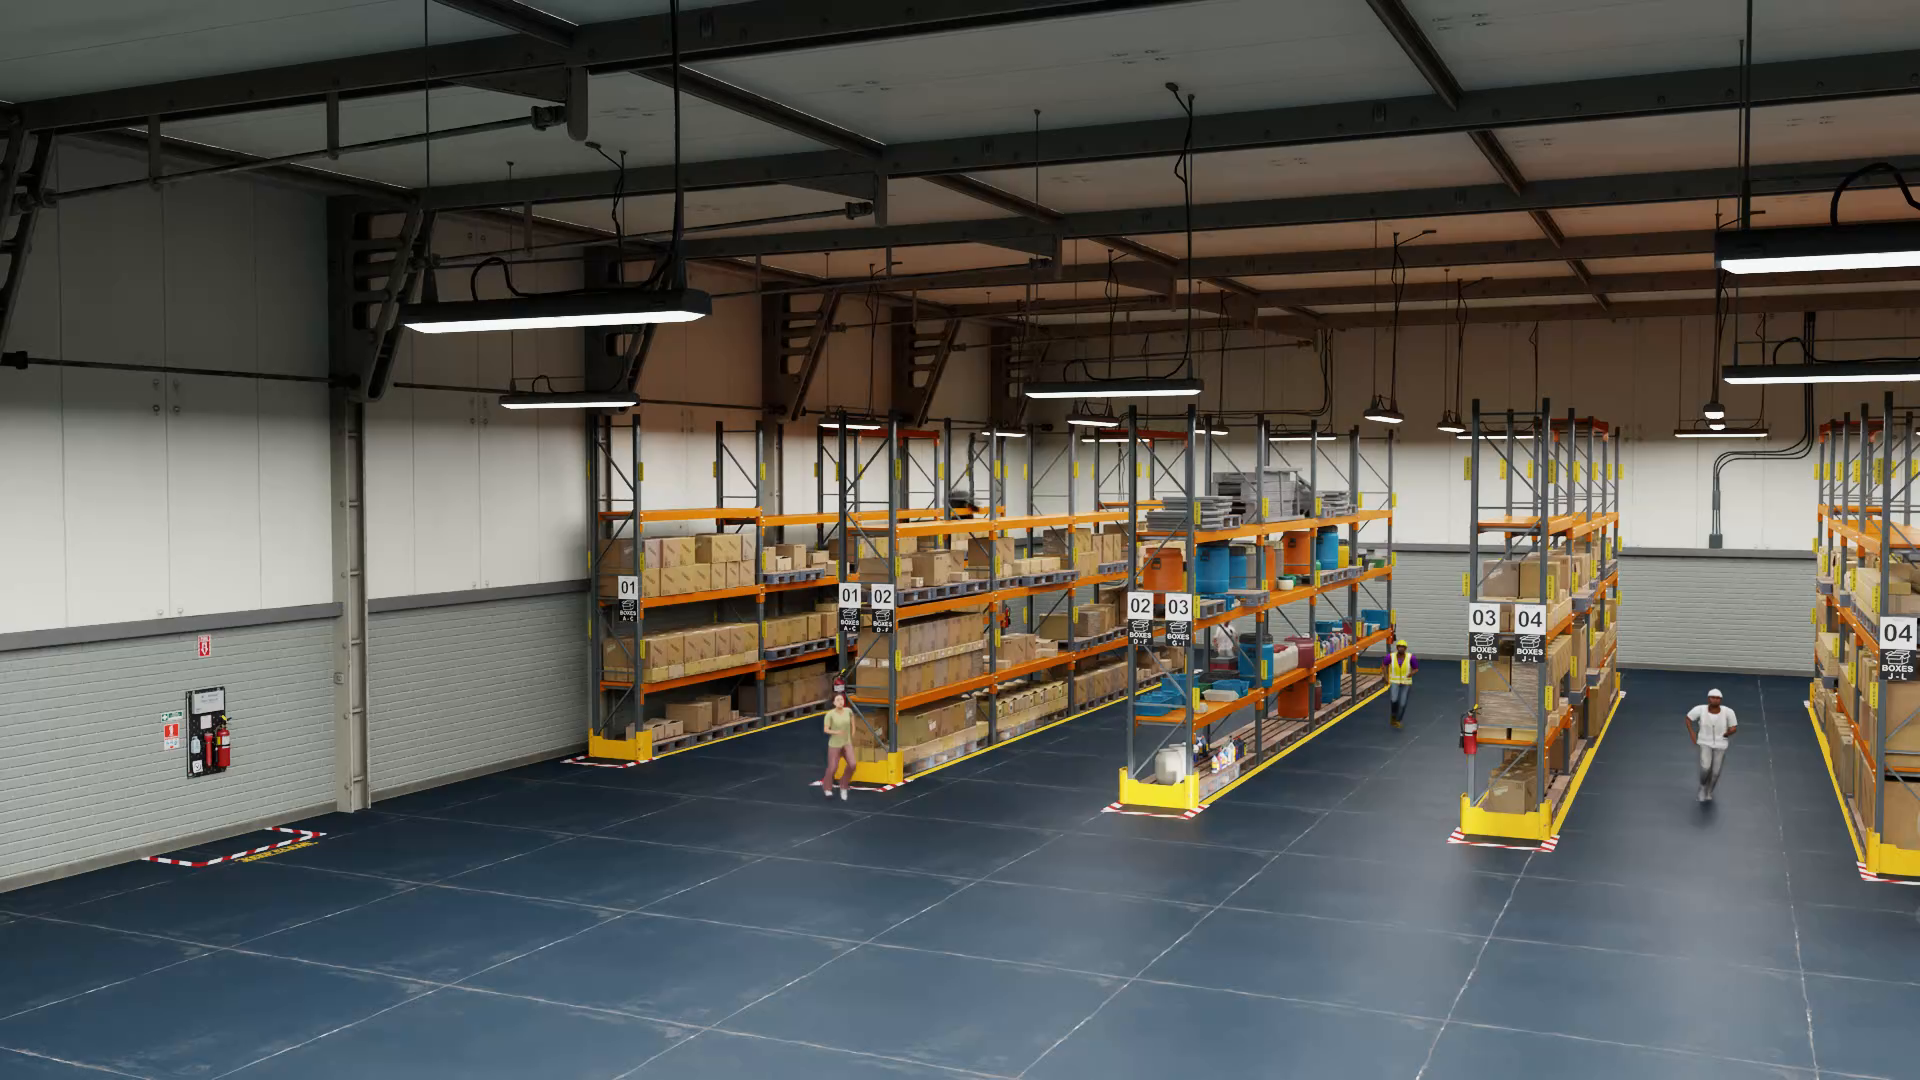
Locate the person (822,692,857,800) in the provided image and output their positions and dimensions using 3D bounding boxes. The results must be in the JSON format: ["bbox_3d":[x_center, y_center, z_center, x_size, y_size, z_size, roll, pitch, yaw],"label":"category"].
[{"bbox_3d":[-1.821,3.122,25.248,0.582,1.635,0.817,-1,3,-24],"label":"person"}]

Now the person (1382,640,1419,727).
[{"bbox_3d":[8.570,2.796,32.365,0.694,1.717,0.652,1,2,13],"label":"person"}]

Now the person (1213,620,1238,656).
[{"bbox_3d":[6.243,2.587,39.046,0.584,1.685,0.652,0,2,8],"label":"person"}]

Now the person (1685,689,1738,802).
[{"bbox_3d":[11.315,3.095,25.006,0.688,1.718,0.698,1,2,15],"label":"person"}]
